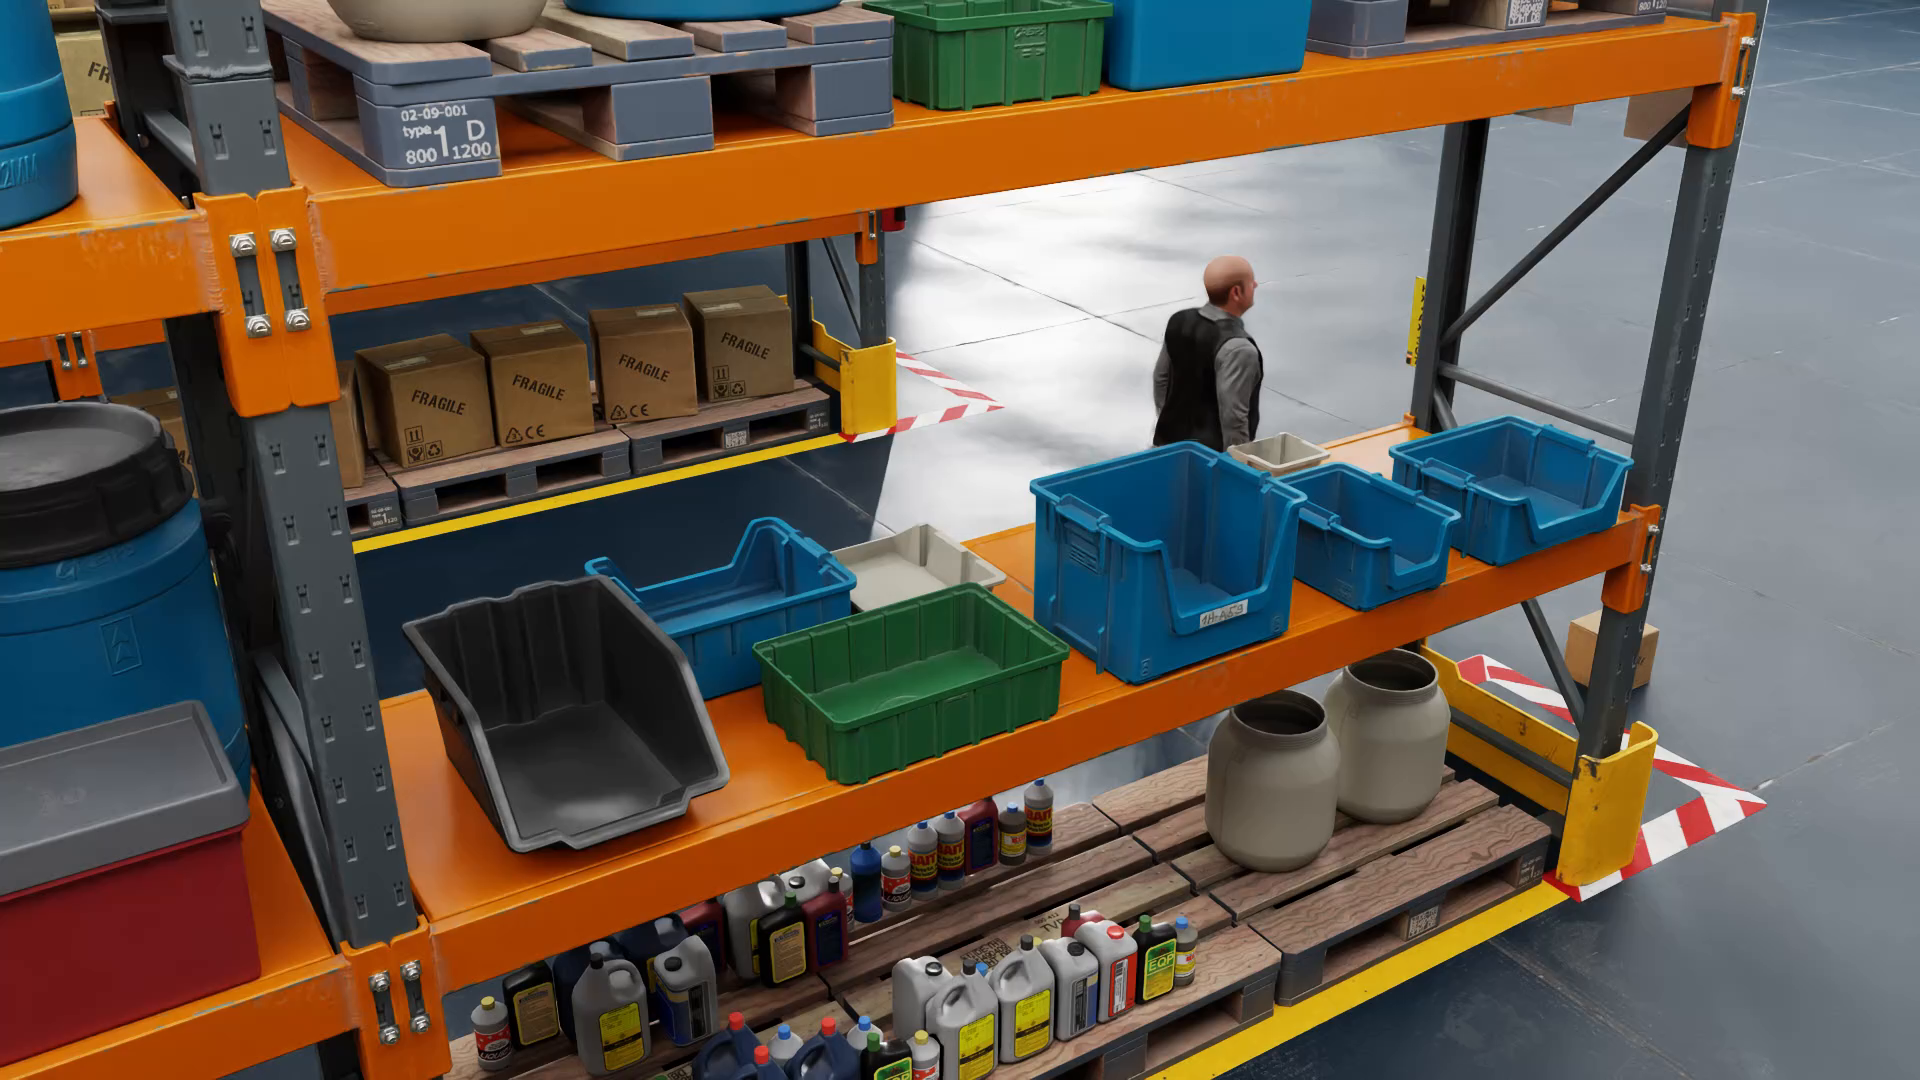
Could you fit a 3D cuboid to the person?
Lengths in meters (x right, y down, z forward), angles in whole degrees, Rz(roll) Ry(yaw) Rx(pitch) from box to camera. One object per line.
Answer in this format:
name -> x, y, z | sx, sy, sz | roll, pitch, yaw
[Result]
person -> 0.986, -0.326, 6.829 | 0.494, 1.712, 0.604 | -13, 28, -26
